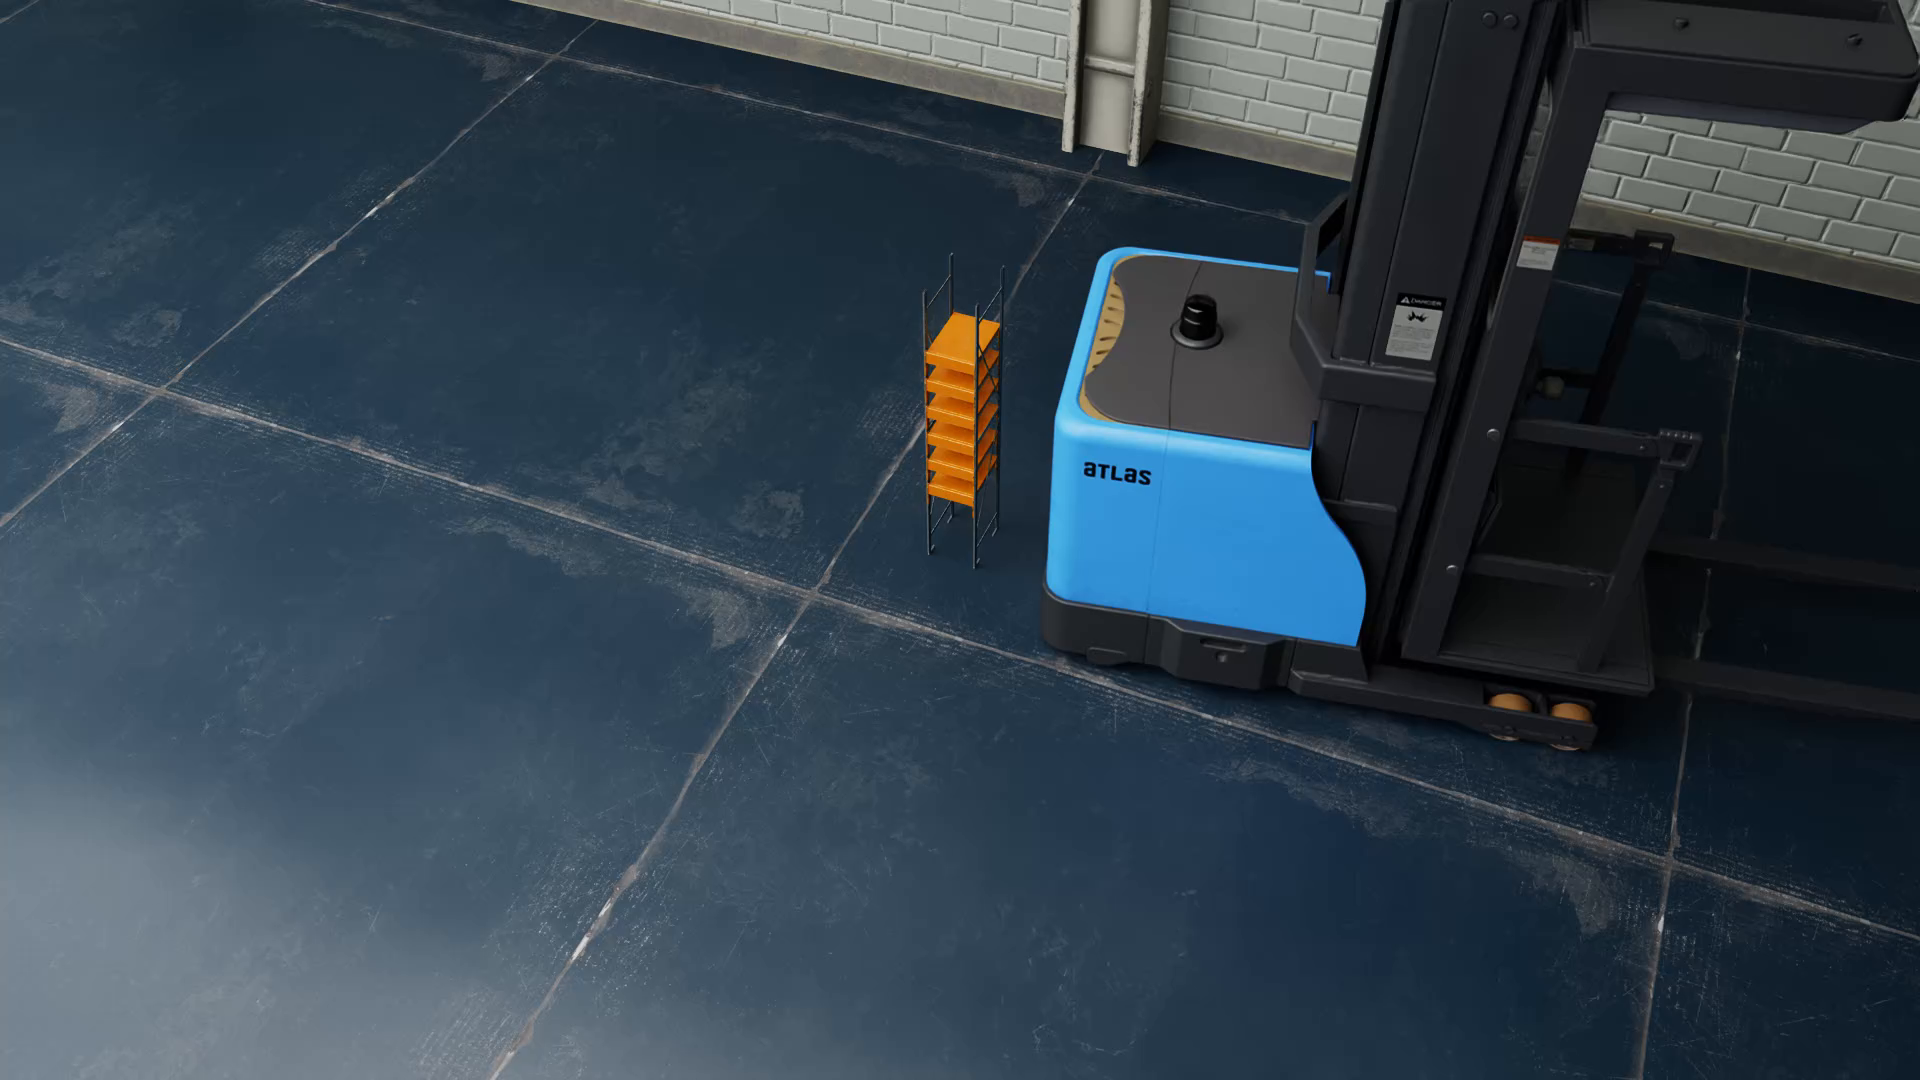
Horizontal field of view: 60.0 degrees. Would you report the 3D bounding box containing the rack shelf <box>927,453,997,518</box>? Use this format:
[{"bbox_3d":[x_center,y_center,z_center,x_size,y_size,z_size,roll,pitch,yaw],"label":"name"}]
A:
[{"bbox_3d":[0.013,-0.220,6.023,0.180,0.103,0.258,16,47,16],"label":"rack shelf"}]

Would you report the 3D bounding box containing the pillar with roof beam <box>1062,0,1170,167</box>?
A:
[{"bbox_3d":[-0.917,-2.351,2.233,0.400,9.000,9.100,16,47,16],"label":"pillar with roof beam"}]

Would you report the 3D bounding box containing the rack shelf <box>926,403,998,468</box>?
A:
[{"bbox_3d":[0.013,-0.390,5.854,0.180,0.103,0.258,16,47,16],"label":"rack shelf"}]

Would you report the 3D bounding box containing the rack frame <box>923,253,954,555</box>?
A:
[{"bbox_3d":[-0.071,-0.446,5.848,0.006,1.200,0.240,16,47,16],"label":"rack frame"}]

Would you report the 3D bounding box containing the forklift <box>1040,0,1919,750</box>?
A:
[{"bbox_3d":[1.853,-0.751,4.927,3.031,2.935,1.130,9,46,9],"label":"forklift"}]

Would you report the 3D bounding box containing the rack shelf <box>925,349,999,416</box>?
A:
[{"bbox_3d":[0.013,-0.560,5.685,0.180,0.103,0.258,16,47,16],"label":"rack shelf"}]

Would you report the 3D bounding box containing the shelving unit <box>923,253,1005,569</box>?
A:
[{"bbox_3d":[0.013,-0.421,5.823,0.189,1.200,0.258,16,47,16],"label":"shelving unit"}]

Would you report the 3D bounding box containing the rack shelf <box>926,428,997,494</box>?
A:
[{"bbox_3d":[0.013,-0.305,5.939,0.180,0.103,0.258,16,47,16],"label":"rack shelf"}]

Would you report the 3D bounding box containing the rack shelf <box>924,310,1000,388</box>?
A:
[{"bbox_3d":[0.013,-0.645,5.600,0.180,0.103,0.258,16,47,16],"label":"rack shelf"}]

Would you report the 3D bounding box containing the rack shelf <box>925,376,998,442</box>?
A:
[{"bbox_3d":[0.013,-0.475,5.770,0.180,0.103,0.258,16,47,16],"label":"rack shelf"}]

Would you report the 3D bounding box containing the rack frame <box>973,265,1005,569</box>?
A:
[{"bbox_3d":[0.098,-0.397,5.798,0.006,1.200,0.240,16,47,16],"label":"rack frame"}]
